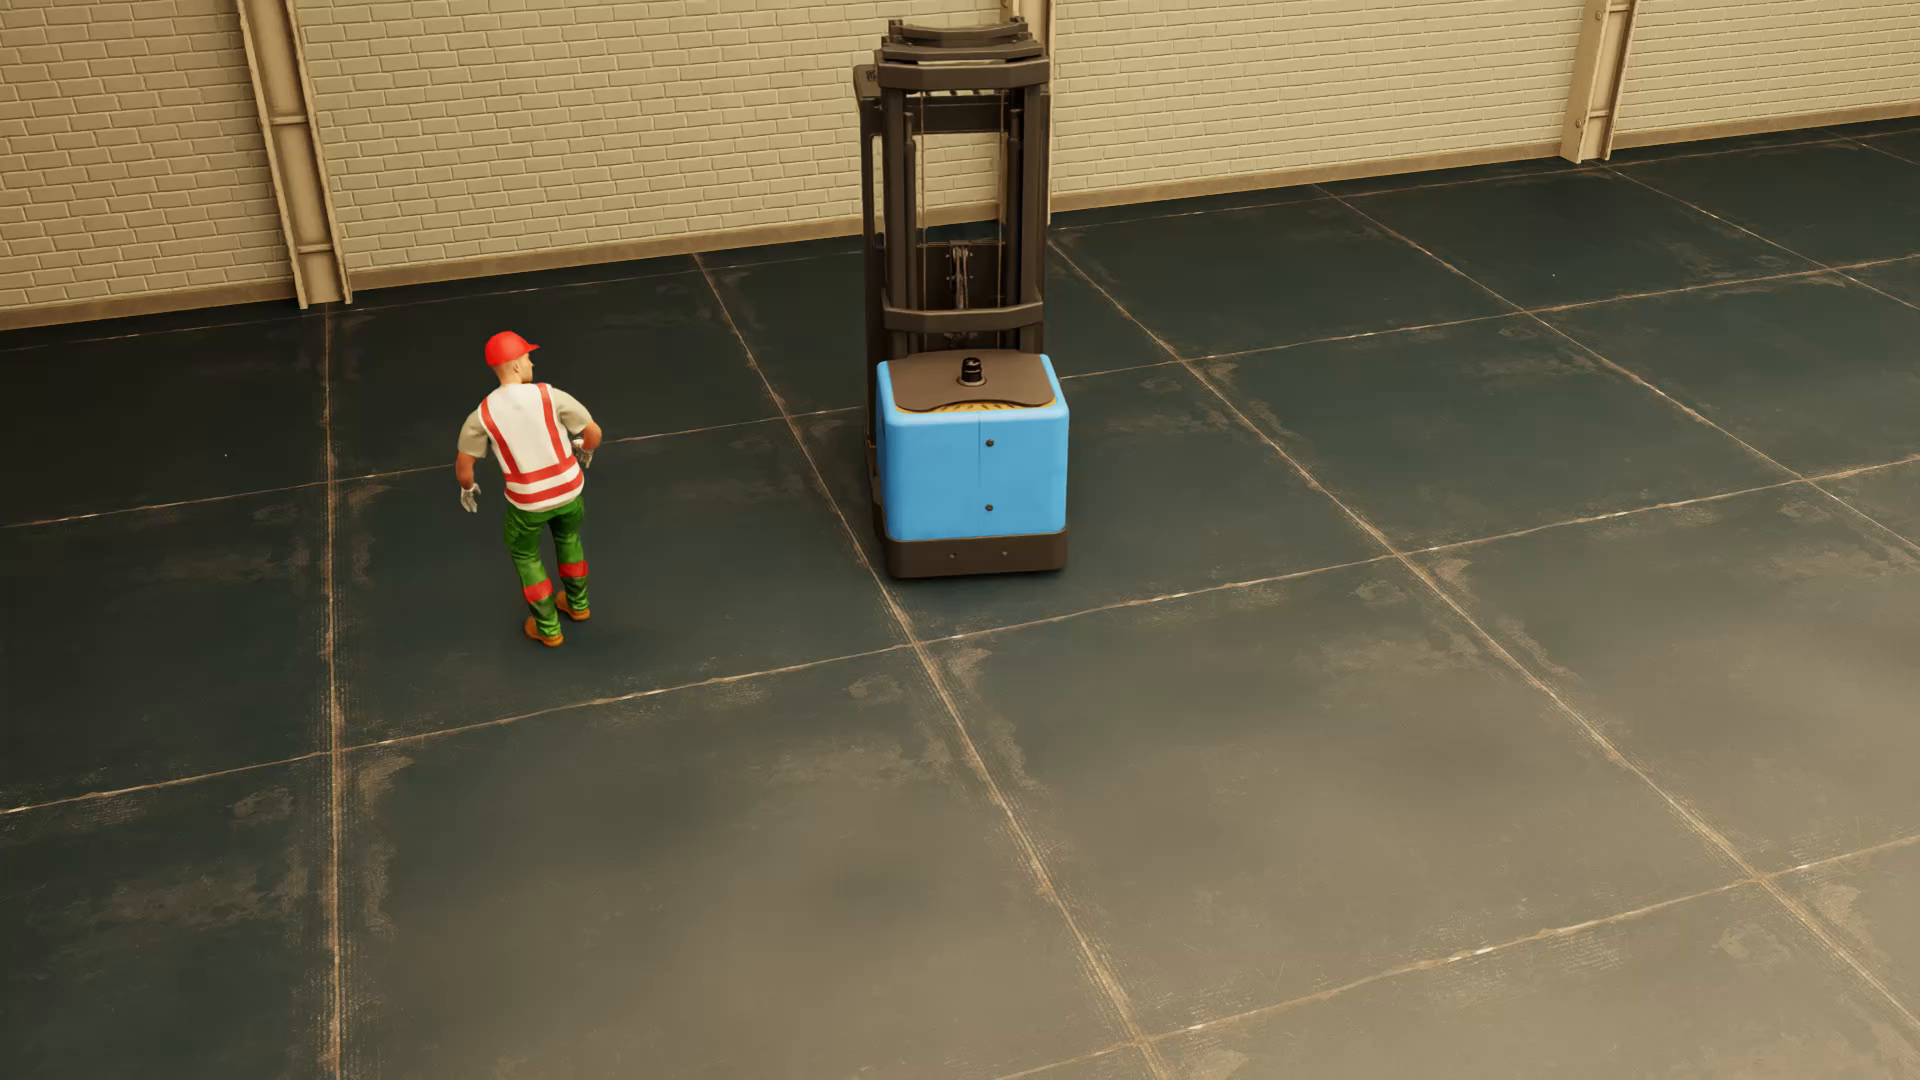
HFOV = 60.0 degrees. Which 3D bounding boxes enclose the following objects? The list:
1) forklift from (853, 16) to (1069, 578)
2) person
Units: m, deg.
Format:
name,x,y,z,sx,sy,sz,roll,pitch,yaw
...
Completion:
name,x,y,z,sx,sy,sz,roll,pitch,yaw
forklift,-0.056,-1.763,10.152,1.130,2.935,3.031,-3,30,-5
person,-2.259,-0.276,8.769,0.740,1.741,0.512,-14,33,-23
